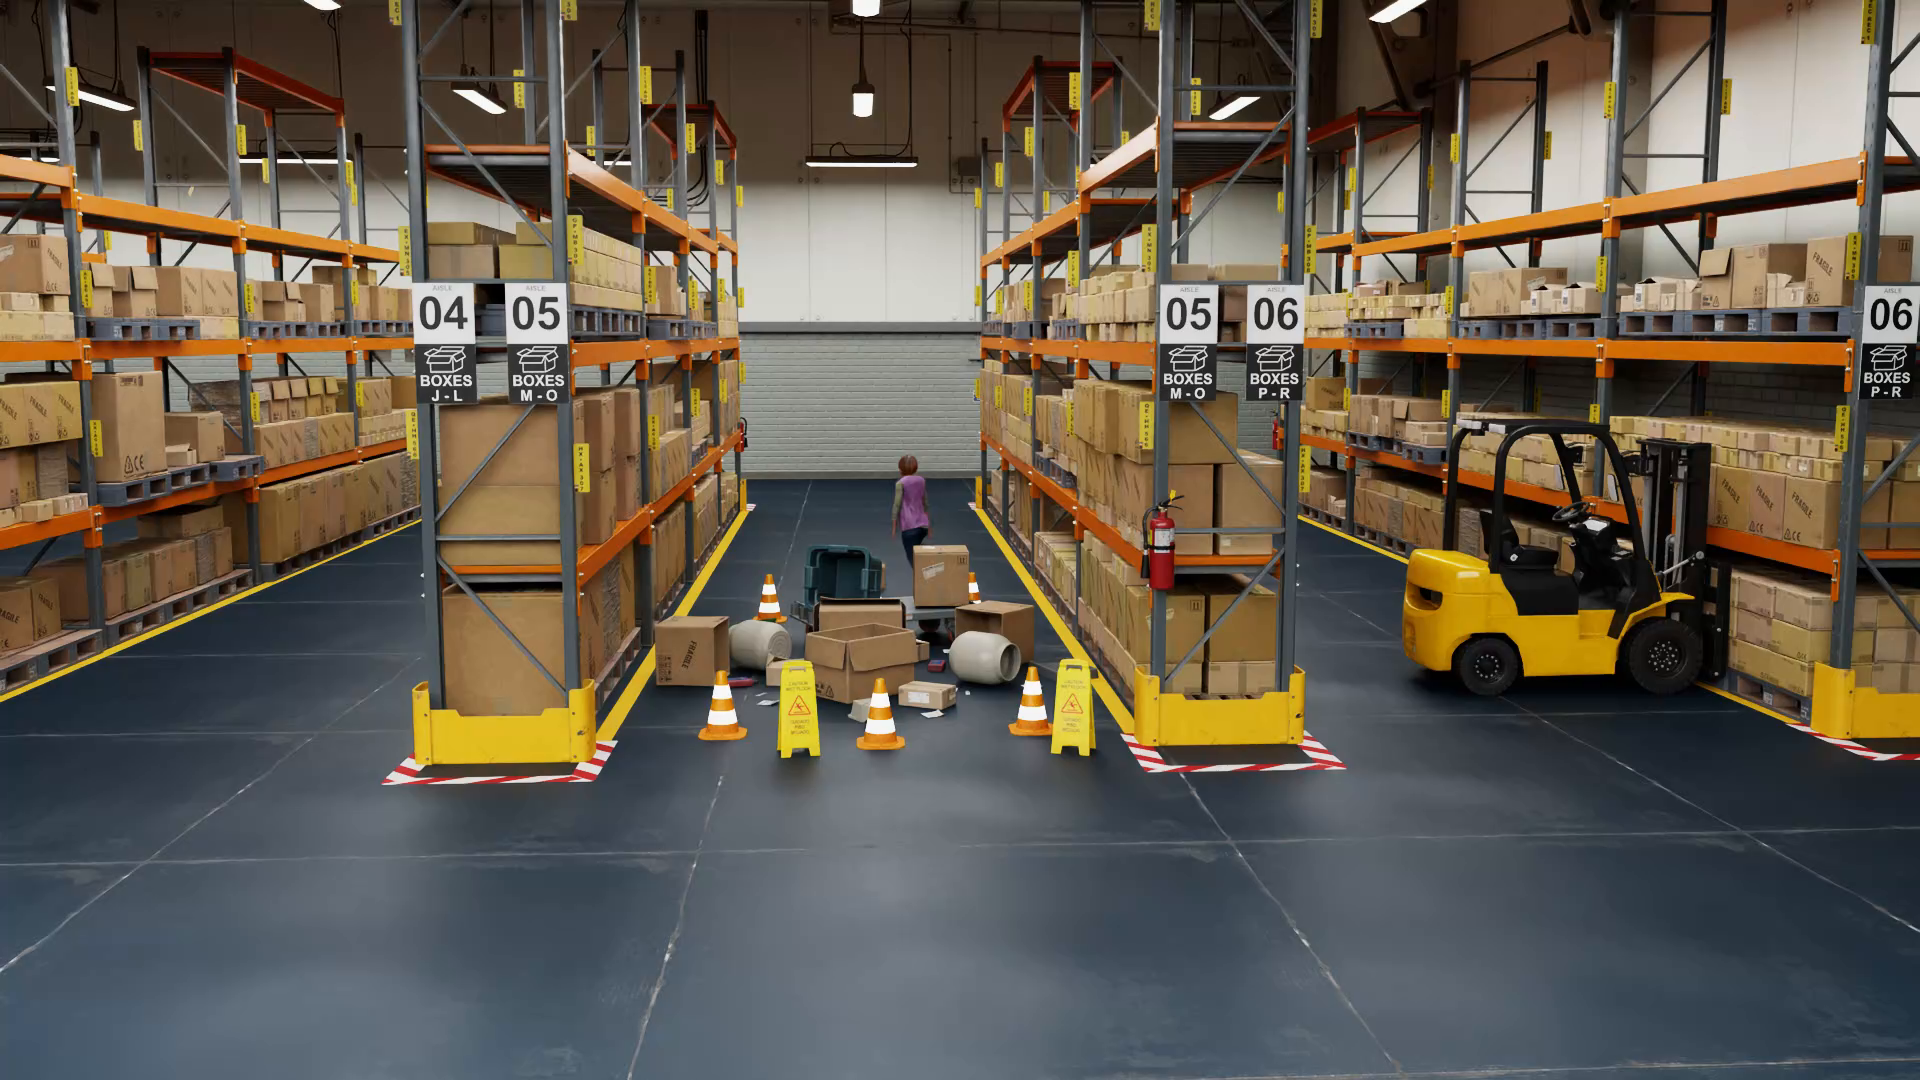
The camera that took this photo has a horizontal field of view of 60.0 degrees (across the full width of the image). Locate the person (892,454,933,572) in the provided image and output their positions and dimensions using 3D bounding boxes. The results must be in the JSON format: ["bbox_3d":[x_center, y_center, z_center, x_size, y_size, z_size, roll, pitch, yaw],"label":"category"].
[{"bbox_3d":[-0.482,-0.113,17.590,0.501,1.586,0.443,-7,10,-44],"label":"person"}]
